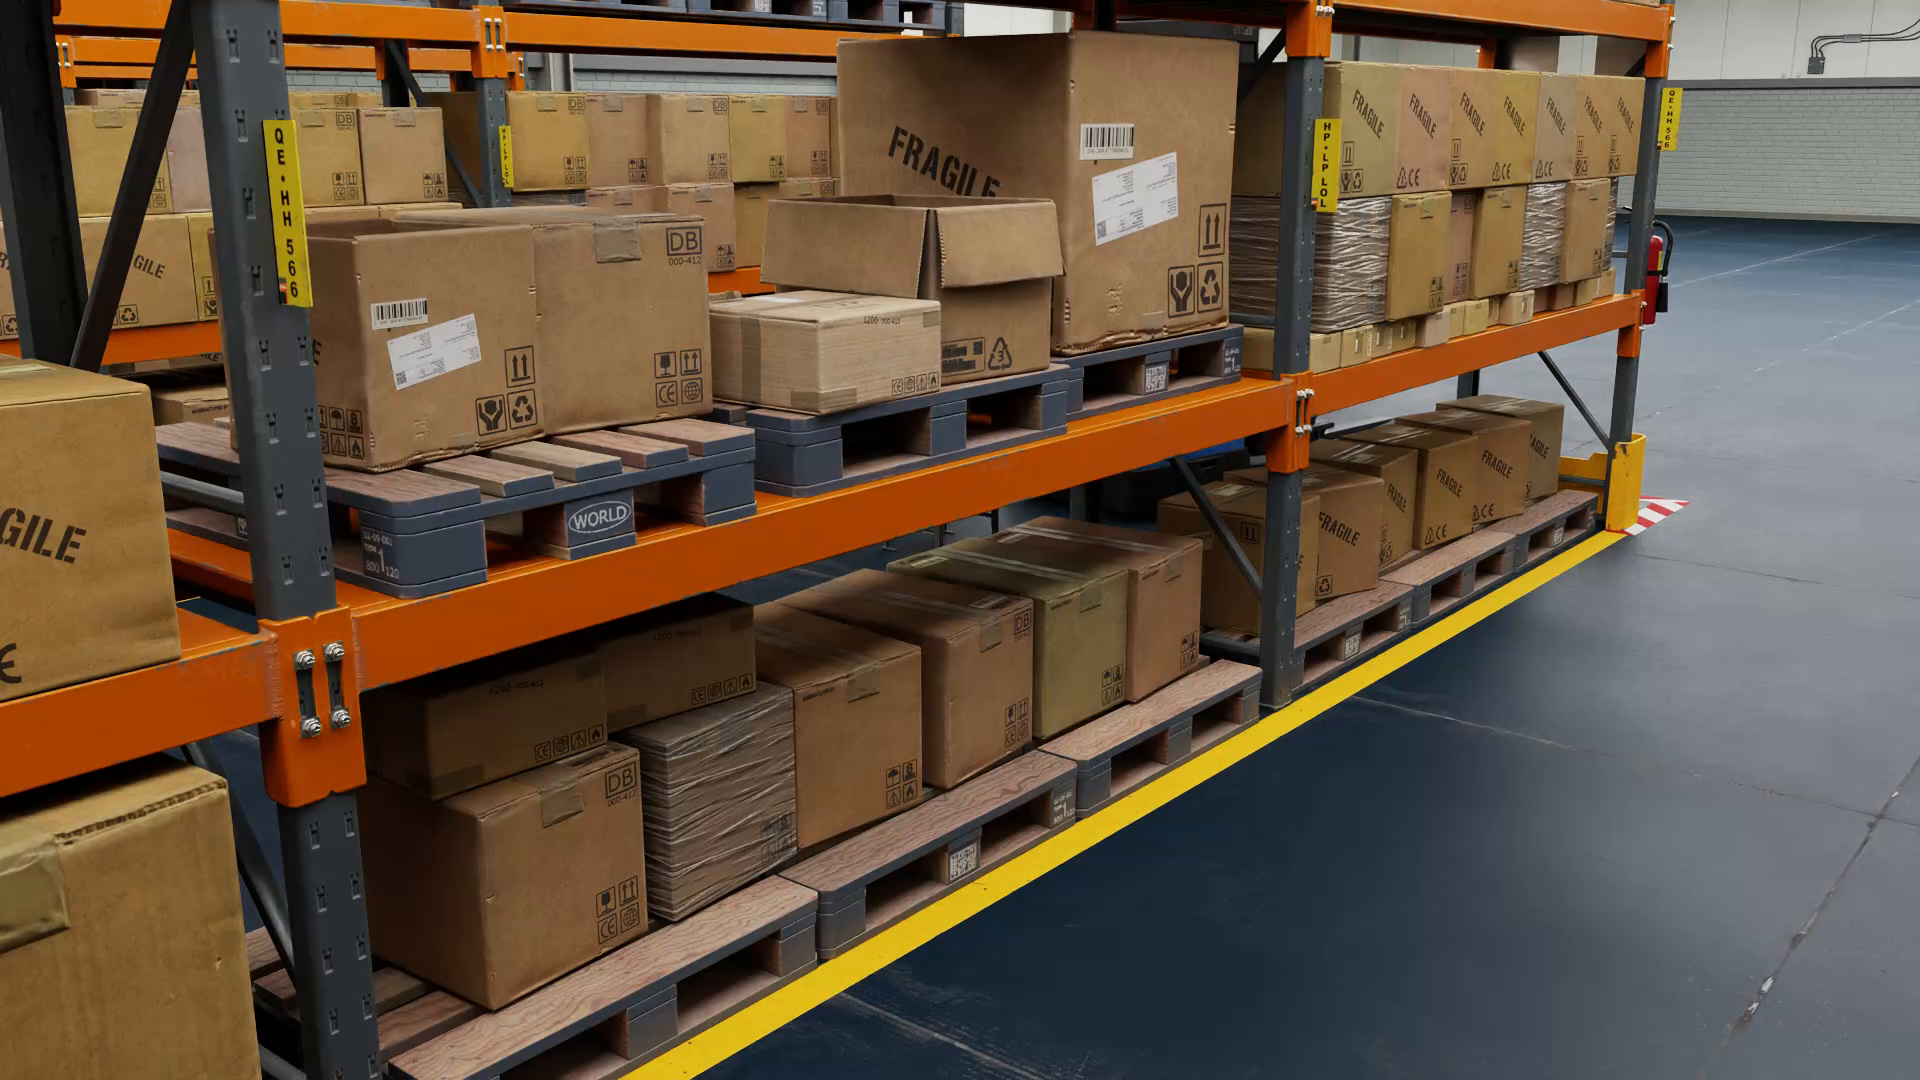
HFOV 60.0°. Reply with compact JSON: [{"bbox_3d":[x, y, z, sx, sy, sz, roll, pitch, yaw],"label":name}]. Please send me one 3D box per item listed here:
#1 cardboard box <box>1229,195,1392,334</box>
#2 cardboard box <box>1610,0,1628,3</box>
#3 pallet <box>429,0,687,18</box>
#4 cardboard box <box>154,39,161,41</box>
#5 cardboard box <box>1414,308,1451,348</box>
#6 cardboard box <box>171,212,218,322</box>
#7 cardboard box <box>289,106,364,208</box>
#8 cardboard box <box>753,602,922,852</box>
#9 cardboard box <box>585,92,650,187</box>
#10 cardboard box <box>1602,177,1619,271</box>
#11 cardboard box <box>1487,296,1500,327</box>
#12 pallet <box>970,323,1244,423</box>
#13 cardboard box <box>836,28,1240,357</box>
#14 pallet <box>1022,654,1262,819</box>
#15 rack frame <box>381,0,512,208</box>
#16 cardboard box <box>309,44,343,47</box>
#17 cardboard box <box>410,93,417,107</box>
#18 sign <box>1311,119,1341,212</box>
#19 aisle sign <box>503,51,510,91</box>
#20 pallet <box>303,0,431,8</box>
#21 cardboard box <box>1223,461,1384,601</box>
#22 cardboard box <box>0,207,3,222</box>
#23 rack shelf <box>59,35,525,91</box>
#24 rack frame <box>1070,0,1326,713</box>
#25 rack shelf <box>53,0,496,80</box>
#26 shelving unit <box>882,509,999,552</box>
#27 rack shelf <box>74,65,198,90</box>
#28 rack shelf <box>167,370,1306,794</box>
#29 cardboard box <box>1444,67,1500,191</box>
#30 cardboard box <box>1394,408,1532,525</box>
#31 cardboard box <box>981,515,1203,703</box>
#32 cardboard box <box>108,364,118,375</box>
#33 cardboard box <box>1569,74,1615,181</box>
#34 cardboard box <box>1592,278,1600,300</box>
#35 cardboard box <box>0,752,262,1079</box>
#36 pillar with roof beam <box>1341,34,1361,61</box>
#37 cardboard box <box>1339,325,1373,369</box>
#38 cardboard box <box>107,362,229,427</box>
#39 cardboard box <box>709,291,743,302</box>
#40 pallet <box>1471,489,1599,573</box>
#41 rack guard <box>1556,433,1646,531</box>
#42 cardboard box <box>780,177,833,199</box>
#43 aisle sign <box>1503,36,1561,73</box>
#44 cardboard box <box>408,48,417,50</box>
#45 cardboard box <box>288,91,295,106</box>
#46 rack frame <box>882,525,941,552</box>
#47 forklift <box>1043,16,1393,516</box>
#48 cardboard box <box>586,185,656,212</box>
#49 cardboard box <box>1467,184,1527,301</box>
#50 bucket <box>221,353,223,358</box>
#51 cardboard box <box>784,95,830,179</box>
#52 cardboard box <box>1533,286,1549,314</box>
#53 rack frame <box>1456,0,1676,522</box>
[{"bbox_3d":[1.213,-1.140,6.711,0.875,0.500,0.500,11,18,38],"label":"cardboard box"},{"bbox_3d":[2.979,-2.790,8.227,0.500,0.250,0.500,11,18,38],"label":"cardboard box"},{"bbox_3d":[-2.390,-3.224,9.808,1.003,0.211,1.213,11,18,38],"label":"pallet"},{"bbox_3d":[-6.161,-3.864,12.660,0.380,0.149,0.250,11,18,38],"label":"cardboard box"},{"bbox_3d":[1.893,-0.932,7.212,0.380,0.149,0.250,11,18,38],"label":"cardboard box"},{"bbox_3d":[-3.667,-1.371,8.225,0.500,0.500,0.500,11,18,38],"label":"cardboard box"},{"bbox_3d":[-3.541,-1.996,8.654,0.700,0.500,0.500,11,18,37],"label":"cardboard box"},{"bbox_3d":[-0.537,0.544,5.071,0.700,0.500,0.500,13,19,42],"label":"cardboard box"},{"bbox_3d":[-2.398,-2.442,10.147,0.875,0.550,0.550,11,18,38],"label":"cardboard box"},{"bbox_3d":[3.029,-1.728,9.027,0.875,0.500,0.500,11,18,38],"label":"cardboard box"},{"bbox_3d":[2.306,-1.088,7.823,0.380,0.149,0.250,11,18,38],"label":"cardboard box"},{"bbox_3d":[0.289,-0.654,5.994,1.003,0.211,1.213,11,18,38],"label":"pallet"},{"bbox_3d":[0.274,-1.235,5.819,1.000,1.000,1.000,11,18,38],"label":"cardboard box"},{"bbox_3d":[0.394,0.630,6.214,1.003,0.211,1.213,11,18,38],"label":"pallet"},{"bbox_3d":[-2.912,-1.658,9.556,1.000,3.000,0.127,11,18,38],"label":"rack frame"},{"bbox_3d":[-5.249,-4.090,13.548,0.380,0.149,0.250,11,18,37],"label":"cardboard box"},{"bbox_3d":[-4.787,-3.620,14.443,0.700,0.500,0.500,11,18,38],"label":"cardboard box"},{"bbox_3d":[1.316,-1.347,5.980,0.100,0.325,0.005,11,18,38],"label":"sign"},{"bbox_3d":[-4.047,-4.397,15.061,0.394,0.787,0.004,11,18,38],"label":"aisle sign"},{"bbox_3d":[-3.450,-2.836,8.489,0.805,0.209,1.217,10,18,35],"label":"pallet"},{"bbox_3d":[1.519,-0.044,7.428,0.500,0.500,0.500,-9,17,-32],"label":"cardboard box"},{"bbox_3d":[-4.499,-1.705,7.508,0.700,0.500,0.500,11,18,37],"label":"cardboard box"},{"bbox_3d":[-5.569,-3.892,13.722,1.077,0.370,4.000,11,18,38],"label":"rack shelf"},{"bbox_3d":[0.882,-0.871,6.458,1.000,3.000,0.127,11,18,38],"label":"rack frame"},{"bbox_3d":[-4.169,-2.380,7.767,1.077,0.370,4.000,11,18,38],"label":"rack shelf"},{"bbox_3d":[-0.104,-0.986,8.740,0.431,2.100,0.503,11,18,38],"label":"shelving unit"},{"bbox_3d":[-9.432,-4.660,16.743,1.077,0.370,4.000,11,18,38],"label":"rack shelf"},{"bbox_3d":[-0.375,-0.139,5.039,1.077,0.370,4.000,11,18,38],"label":"rack shelf"},{"bbox_3d":[1.991,-1.786,7.225,0.500,0.500,0.500,11,18,38],"label":"cardboard box"},{"bbox_3d":[2.642,-0.392,8.798,0.500,0.500,0.500,-10,17,-35],"label":"cardboard box"},{"bbox_3d":[0.480,0.242,6.262,0.700,0.500,0.500,10,17,33],"label":"cardboard box"},{"bbox_3d":[-6.663,-1.430,13.391,0.500,0.250,0.500,12,19,40],"label":"cardboard box"},{"bbox_3d":[2.933,-2.074,8.356,0.500,0.500,0.500,11,18,38],"label":"cardboard box"},{"bbox_3d":[3.220,-1.381,8.976,0.380,0.149,0.250,11,18,38],"label":"cardboard box"},{"bbox_3d":[-2.082,0.850,3.145,1.225,0.875,0.875,10,17,35],"label":"cardboard box"},{"bbox_3d":[12.890,-11.931,37.810,9.100,9.000,0.400,11,18,38],"label":"pillar with roof beam"},{"bbox_3d":[1.419,-0.789,6.649,0.380,0.149,0.250,11,18,38],"label":"cardboard box"},{"bbox_3d":[-3.842,-0.454,8.534,1.050,0.750,0.750,11,18,38],"label":"cardboard box"},{"bbox_3d":[-0.794,-0.604,4.829,0.396,0.266,0.258,11,18,36],"label":"cardboard box"},{"bbox_3d":[2.810,-0.121,9.169,1.003,0.211,1.213,11,18,38],"label":"pallet"},{"bbox_3d":[3.349,-0.411,9.724,1.175,0.500,0.348,11,18,38],"label":"rack guard"},{"bbox_3d":[-1.374,-2.222,11.472,0.875,0.550,0.550,11,18,38],"label":"cardboard box"},{"bbox_3d":[3.202,-2.955,9.383,0.394,0.787,0.004,11,18,38],"label":"aisle sign"},{"bbox_3d":[-4.854,-4.254,14.195,0.380,0.149,0.250,11,18,38],"label":"cardboard box"},{"bbox_3d":[-5.706,-3.319,13.256,0.700,0.500,0.500,11,18,36],"label":"cardboard box"},{"bbox_3d":[-0.257,-0.939,8.556,0.400,2.100,0.015,11,18,38],"label":"rack frame"},{"bbox_3d":[1.688,-1.846,10.435,3.031,2.935,1.130,-14,20,-43],"label":"forklift"},{"bbox_3d":[-2.361,-1.912,10.251,0.875,0.550,0.550,11,18,38],"label":"cardboard box"},{"bbox_3d":[2.137,-1.431,7.856,0.875,0.500,0.500,11,18,38],"label":"cardboard box"},{"bbox_3d":[-4.620,-1.191,11.279,0.620,0.611,0.726,-19,22,-27],"label":"bucket"},{"bbox_3d":[-1.393,-2.749,11.354,0.875,0.550,0.550,11,18,38],"label":"cardboard box"},{"bbox_3d":[2.745,-1.238,8.414,0.380,0.149,0.250,11,18,38],"label":"cardboard box"},{"bbox_3d":[3.396,-1.637,9.474,1.000,3.000,0.127,11,18,38],"label":"rack frame"}]
